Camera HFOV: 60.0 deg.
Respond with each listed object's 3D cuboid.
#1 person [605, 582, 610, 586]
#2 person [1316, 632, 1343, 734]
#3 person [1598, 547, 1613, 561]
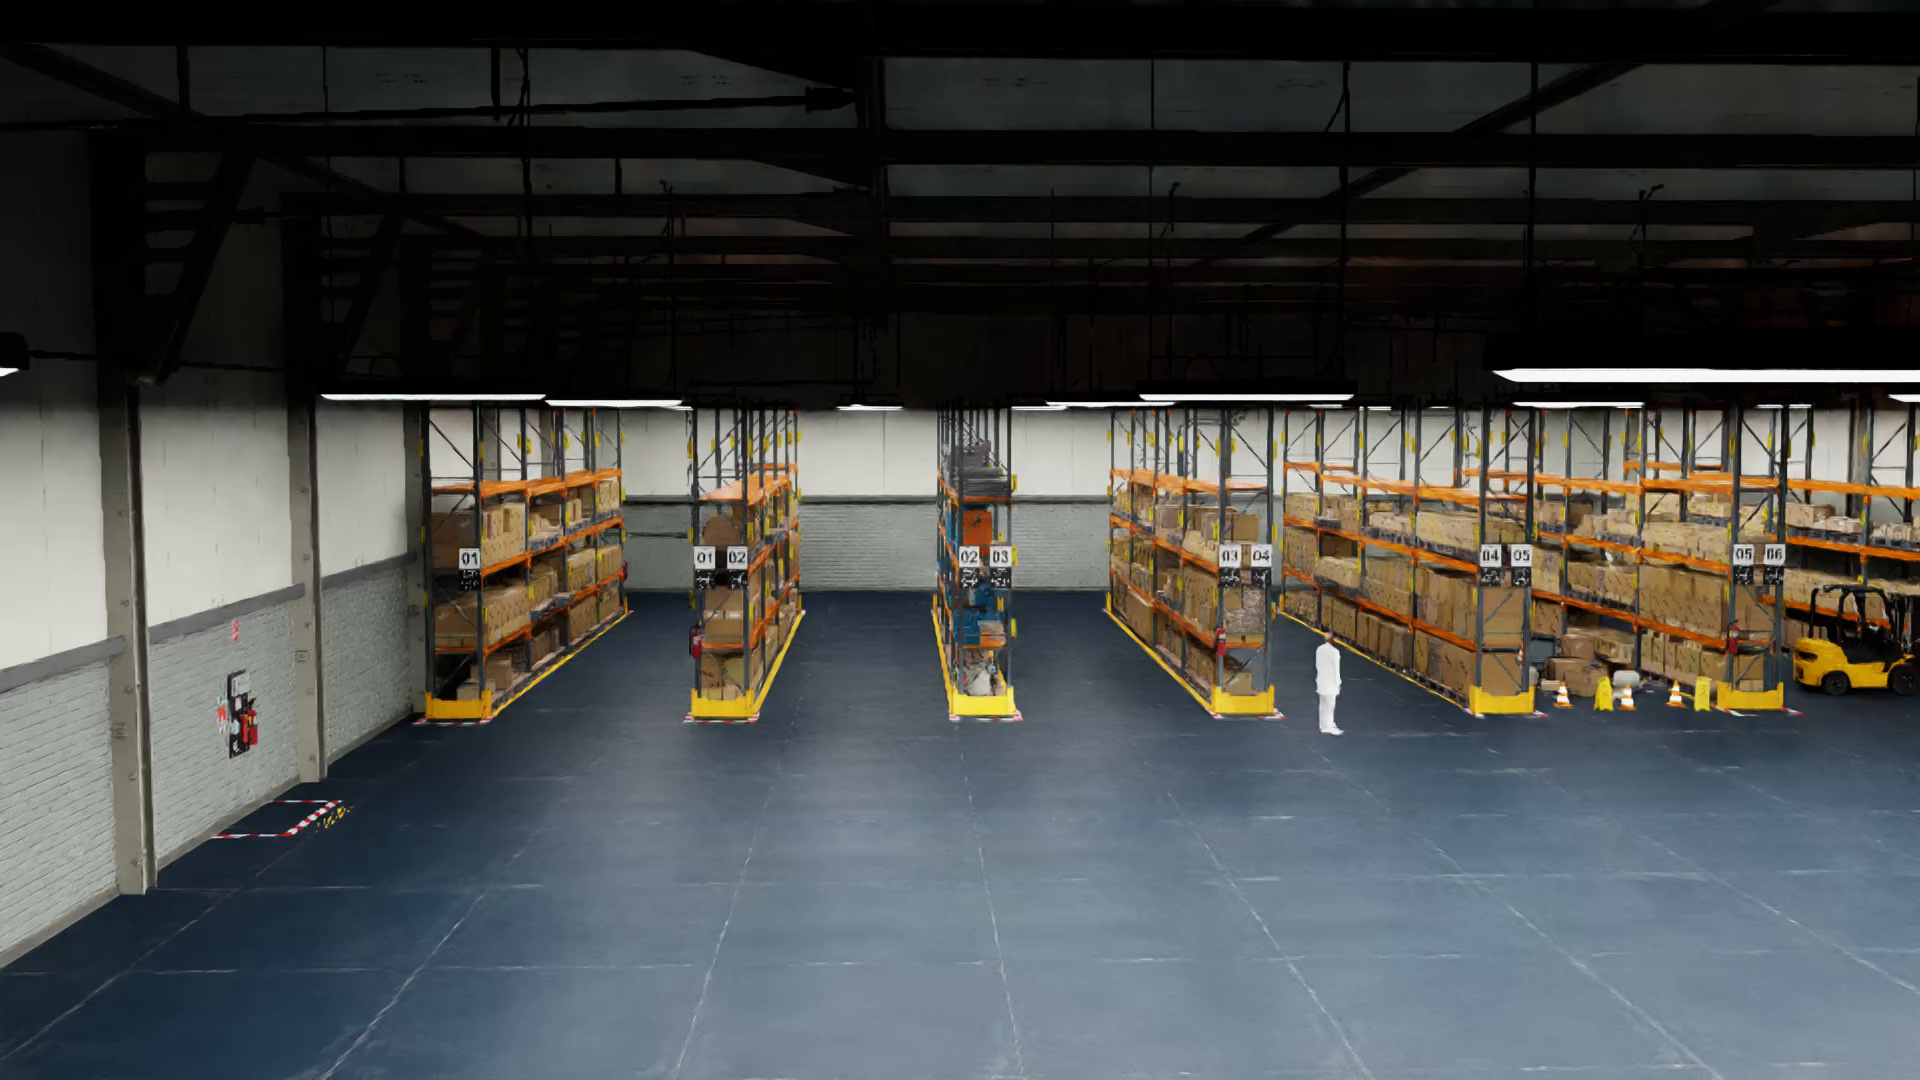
[{"bbox_3d":[-10.347,1.109,48.229,0.567,1.752,0.732,3,5,30],"label":"person"},{"bbox_3d":[6.615,2.522,29.674,0.522,1.790,0.652,-2,5,-25],"label":"person"},{"bbox_3d":[19.414,0.971,50.084,0.430,1.752,0.653,-3,5,-34],"label":"person"}]
